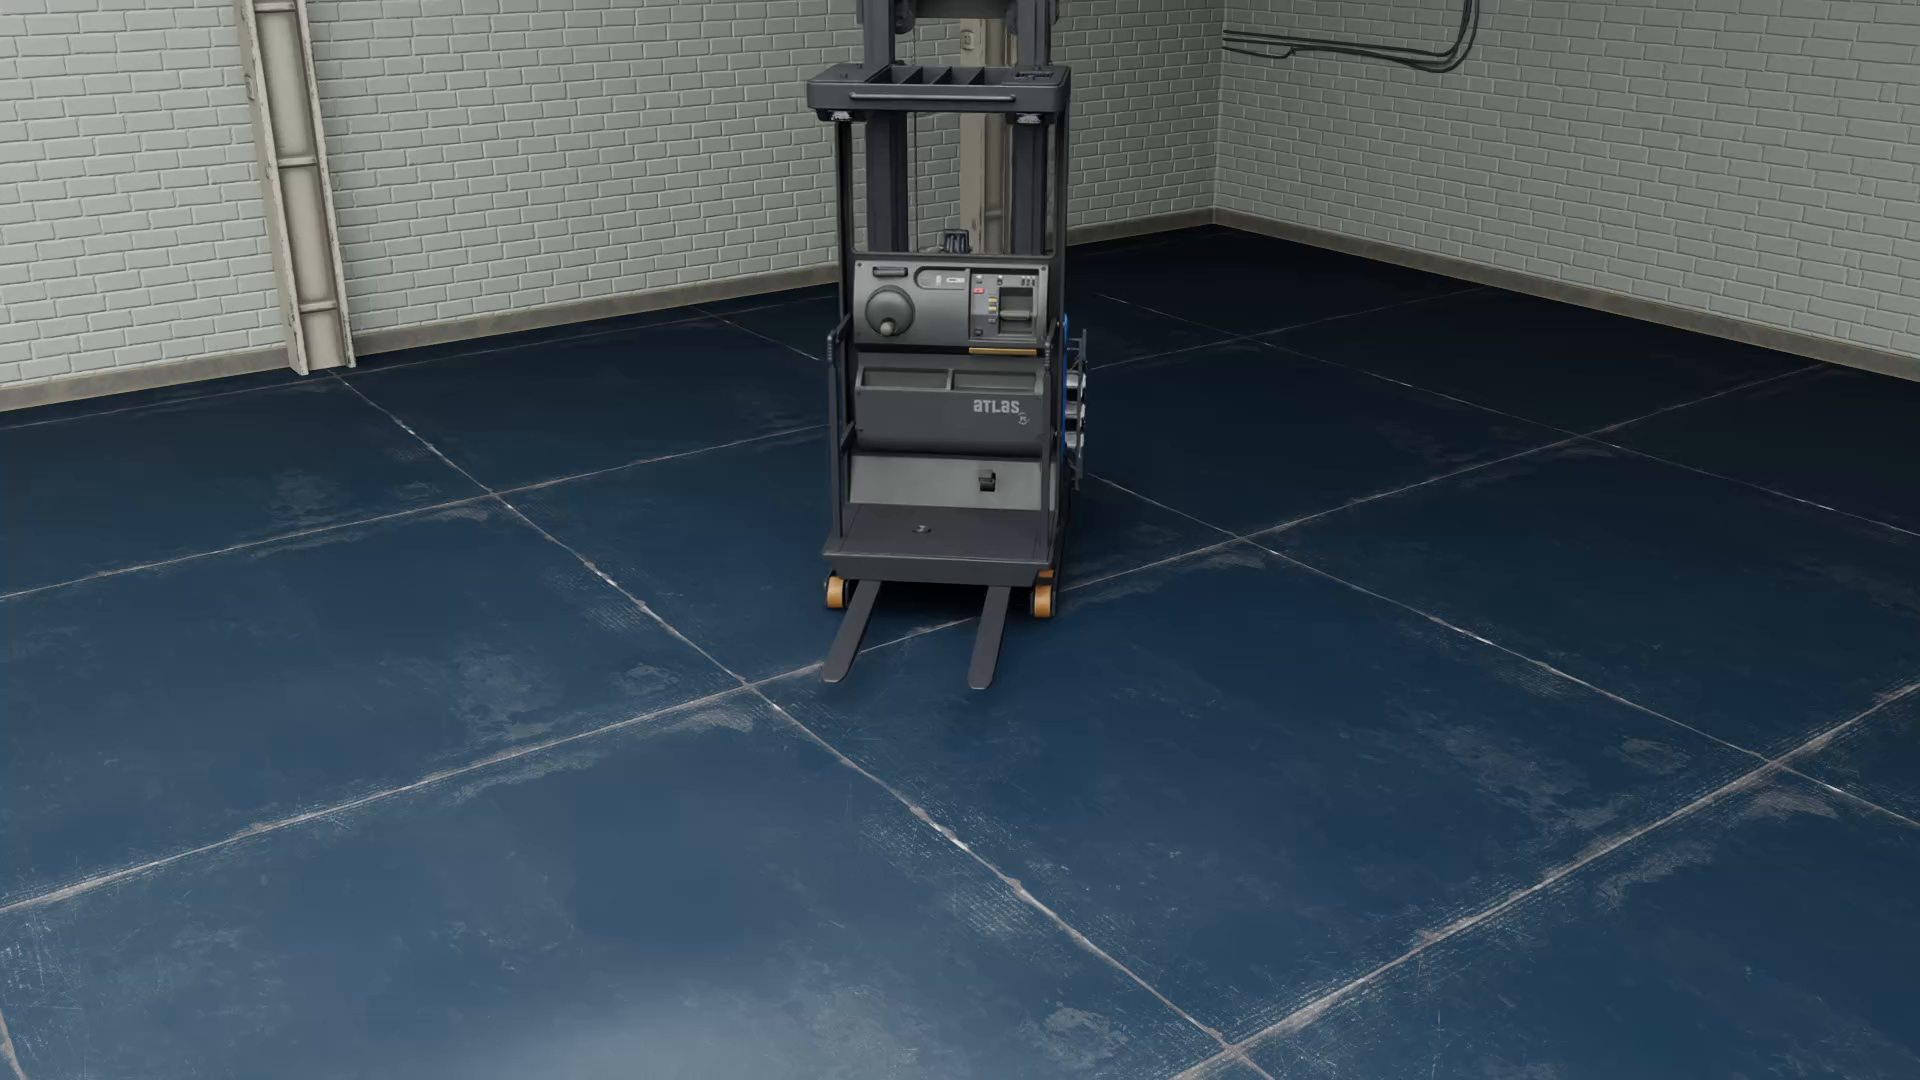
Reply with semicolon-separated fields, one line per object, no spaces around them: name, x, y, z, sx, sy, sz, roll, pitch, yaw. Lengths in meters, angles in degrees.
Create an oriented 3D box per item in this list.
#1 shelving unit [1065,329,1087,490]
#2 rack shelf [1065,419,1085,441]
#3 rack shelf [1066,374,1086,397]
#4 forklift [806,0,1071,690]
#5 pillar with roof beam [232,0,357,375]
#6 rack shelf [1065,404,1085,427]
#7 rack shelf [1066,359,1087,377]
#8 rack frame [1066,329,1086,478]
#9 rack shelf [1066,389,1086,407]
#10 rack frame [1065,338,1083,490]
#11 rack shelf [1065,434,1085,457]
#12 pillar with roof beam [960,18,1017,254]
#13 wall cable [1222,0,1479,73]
shelving unit;0.585;-0.755;9.573;0.258;0.900;0.210;4;22;9
rack shelf;0.585;-0.640;9.619;0.258;0.077;0.200;4;22;9
rack shelf;0.585;-0.891;9.519;0.258;0.077;0.200;4;22;9
forklift;-0.066;-1.118;7.744;1.130;2.935;3.031;2;22;6
pillar with roof beam;-2.105;-4.146;7.144;0.400;9.000;9.100;-15;26;-33
rack shelf;0.585;-0.724;9.585;0.258;0.077;0.200;4;22;9
rack shelf;0.585;-0.974;9.485;0.258;0.077;0.200;4;22;9
rack frame;0.602;-0.792;9.666;0.240;0.900;0.006;4;22;9
rack shelf;0.585;-0.807;9.552;0.258;0.077;0.200;4;22;9
rack frame;0.568;-0.717;9.480;0.240;0.900;0.006;4;22;9
rack shelf;0.585;-0.556;9.652;0.258;0.077;0.200;4;22;9
pillar with roof beam;2.765;-5.444;10.398;0.400;9.000;9.100;-15;26;-33
wall cable;3.415;-5.537;14.820;0.112;2.526;3.097;-15;26;-33
